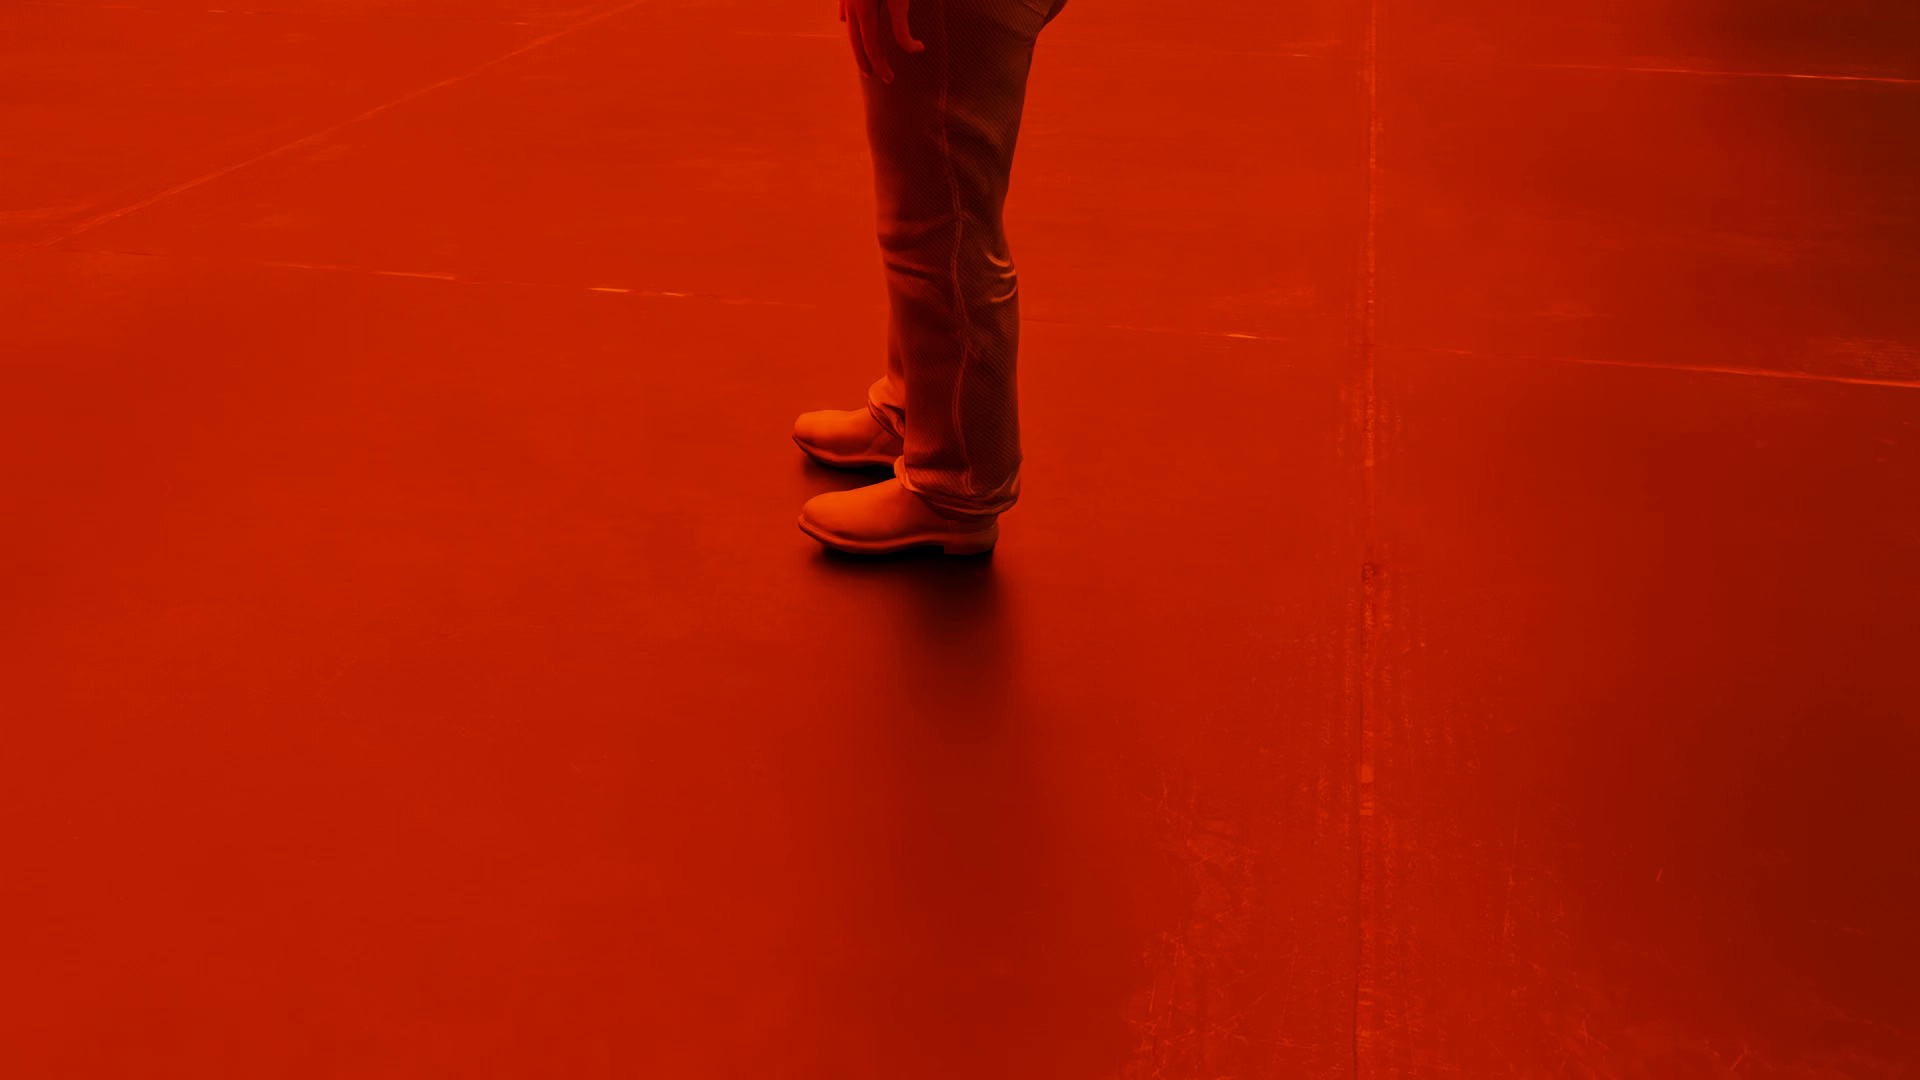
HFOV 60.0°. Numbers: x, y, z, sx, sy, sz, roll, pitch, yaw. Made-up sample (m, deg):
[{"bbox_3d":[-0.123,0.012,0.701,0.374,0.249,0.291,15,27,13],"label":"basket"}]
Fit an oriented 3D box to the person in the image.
[{"bbox_3d":[-0.058,-0.808,2.116,0.568,1.773,0.632,6,27,11],"label":"person"}]
